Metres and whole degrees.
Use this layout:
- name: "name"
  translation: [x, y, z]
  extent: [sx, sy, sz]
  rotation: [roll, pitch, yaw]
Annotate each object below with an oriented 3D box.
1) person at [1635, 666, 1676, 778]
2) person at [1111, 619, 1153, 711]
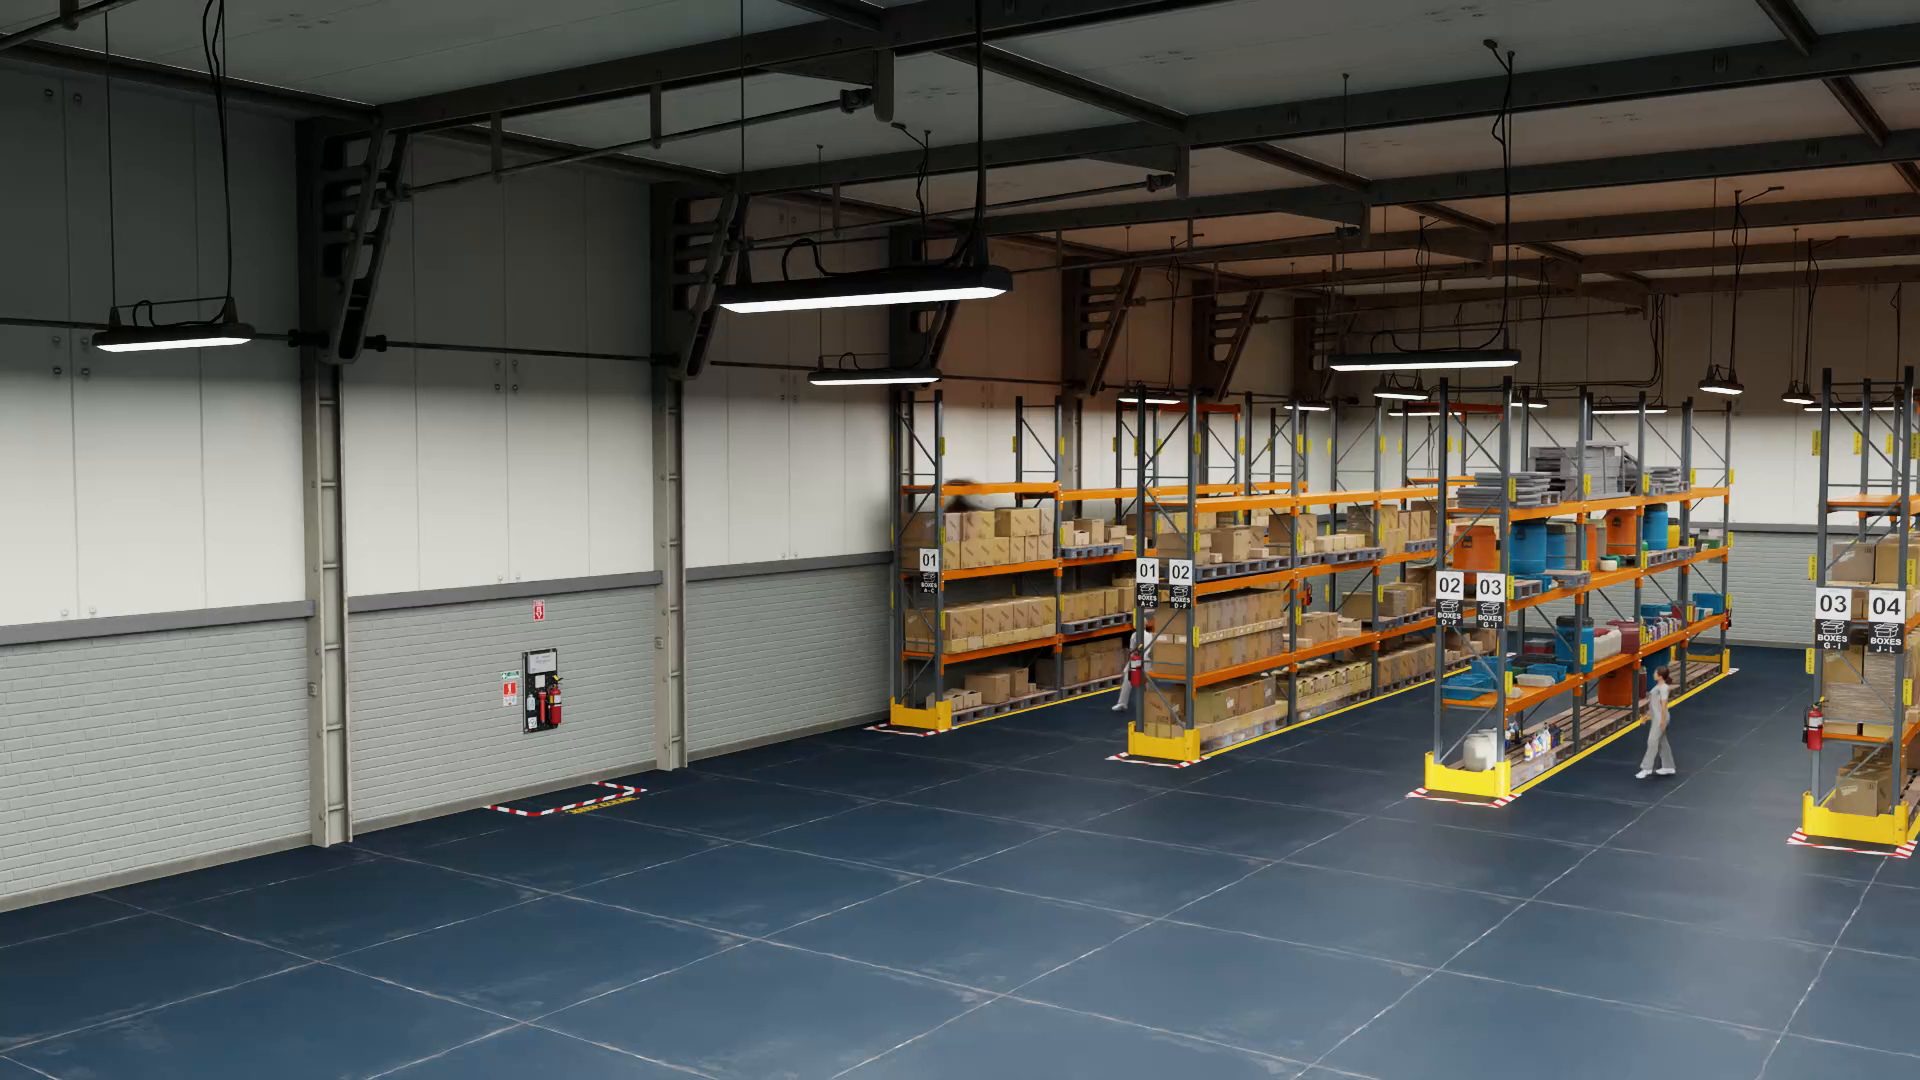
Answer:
- name: "person"
  translation: [10.554, 2.754, 25.269]
  extent: [0.711, 1.690, 0.503]
  rotation: [0, 3, -6]
- name: "person"
  translation: [3.354, 2.345, 31.426]
  extent: [0.580, 1.719, 1.077]
  rotation: [3, 4, 44]
